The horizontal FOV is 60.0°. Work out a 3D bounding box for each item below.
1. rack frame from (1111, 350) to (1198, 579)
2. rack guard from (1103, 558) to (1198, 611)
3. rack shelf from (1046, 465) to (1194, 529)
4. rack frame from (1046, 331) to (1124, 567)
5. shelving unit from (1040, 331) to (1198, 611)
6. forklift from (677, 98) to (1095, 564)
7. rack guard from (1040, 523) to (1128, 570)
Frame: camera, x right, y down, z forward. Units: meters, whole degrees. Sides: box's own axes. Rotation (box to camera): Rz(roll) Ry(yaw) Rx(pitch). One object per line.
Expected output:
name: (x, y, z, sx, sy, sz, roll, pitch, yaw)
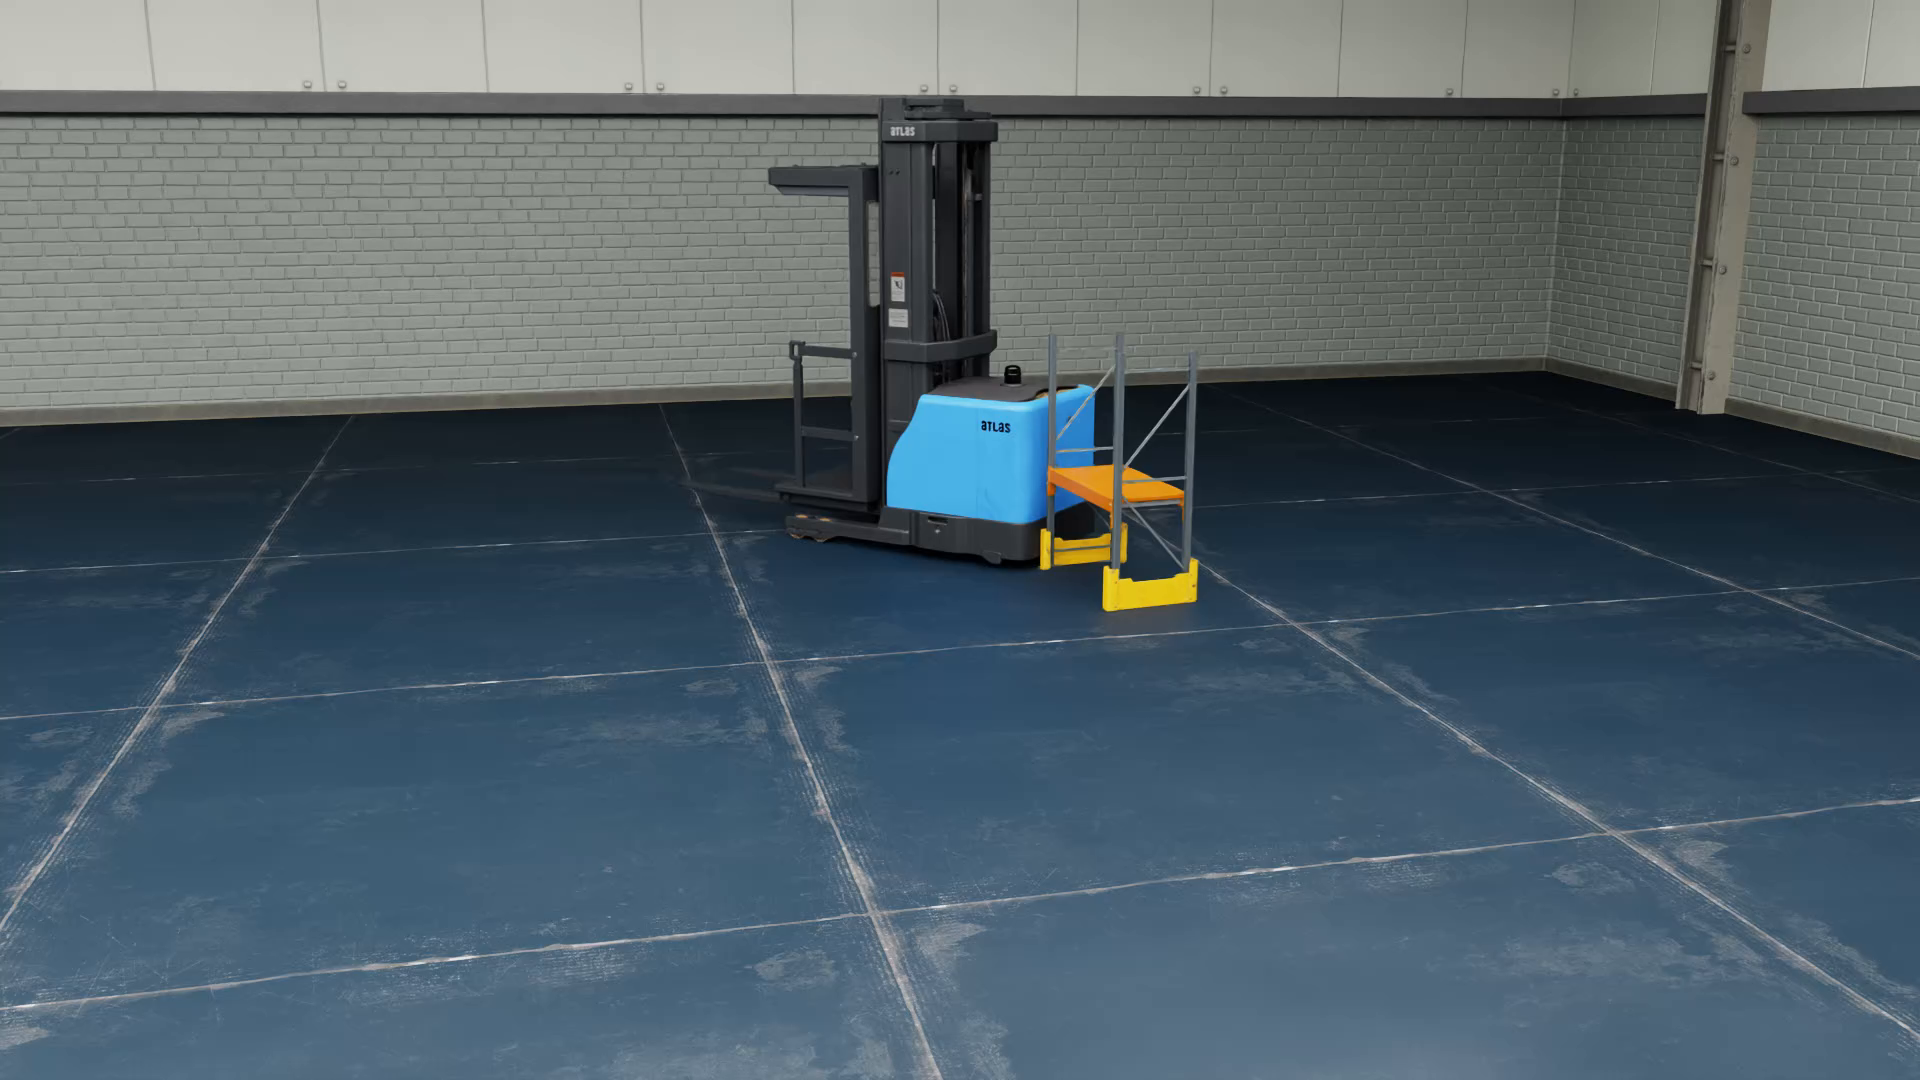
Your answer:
rack frame: (1.128, -0.345, 9.681, 0.500, 1.500, 0.032, -5, 14, -19)
rack guard: (1.127, 0.261, 9.830, 0.587, 0.250, 0.087, -5, 14, -19)
rack shelf: (0.962, -0.285, 10.190, 0.538, 0.185, 1.000, -5, 14, -19)
rack frame: (0.795, -0.573, 10.614, 0.500, 1.500, 0.032, -5, 14, -19)
shelving unit: (0.965, -0.457, 10.139, 0.587, 1.500, 1.083, -5, 14, -19)
forklift: (-0.610, -1.505, 11.412, 3.031, 2.935, 1.130, 8, 16, 30)
rack guard: (0.802, 0.038, 10.745, 0.587, 0.250, 0.087, -5, 14, -19)
